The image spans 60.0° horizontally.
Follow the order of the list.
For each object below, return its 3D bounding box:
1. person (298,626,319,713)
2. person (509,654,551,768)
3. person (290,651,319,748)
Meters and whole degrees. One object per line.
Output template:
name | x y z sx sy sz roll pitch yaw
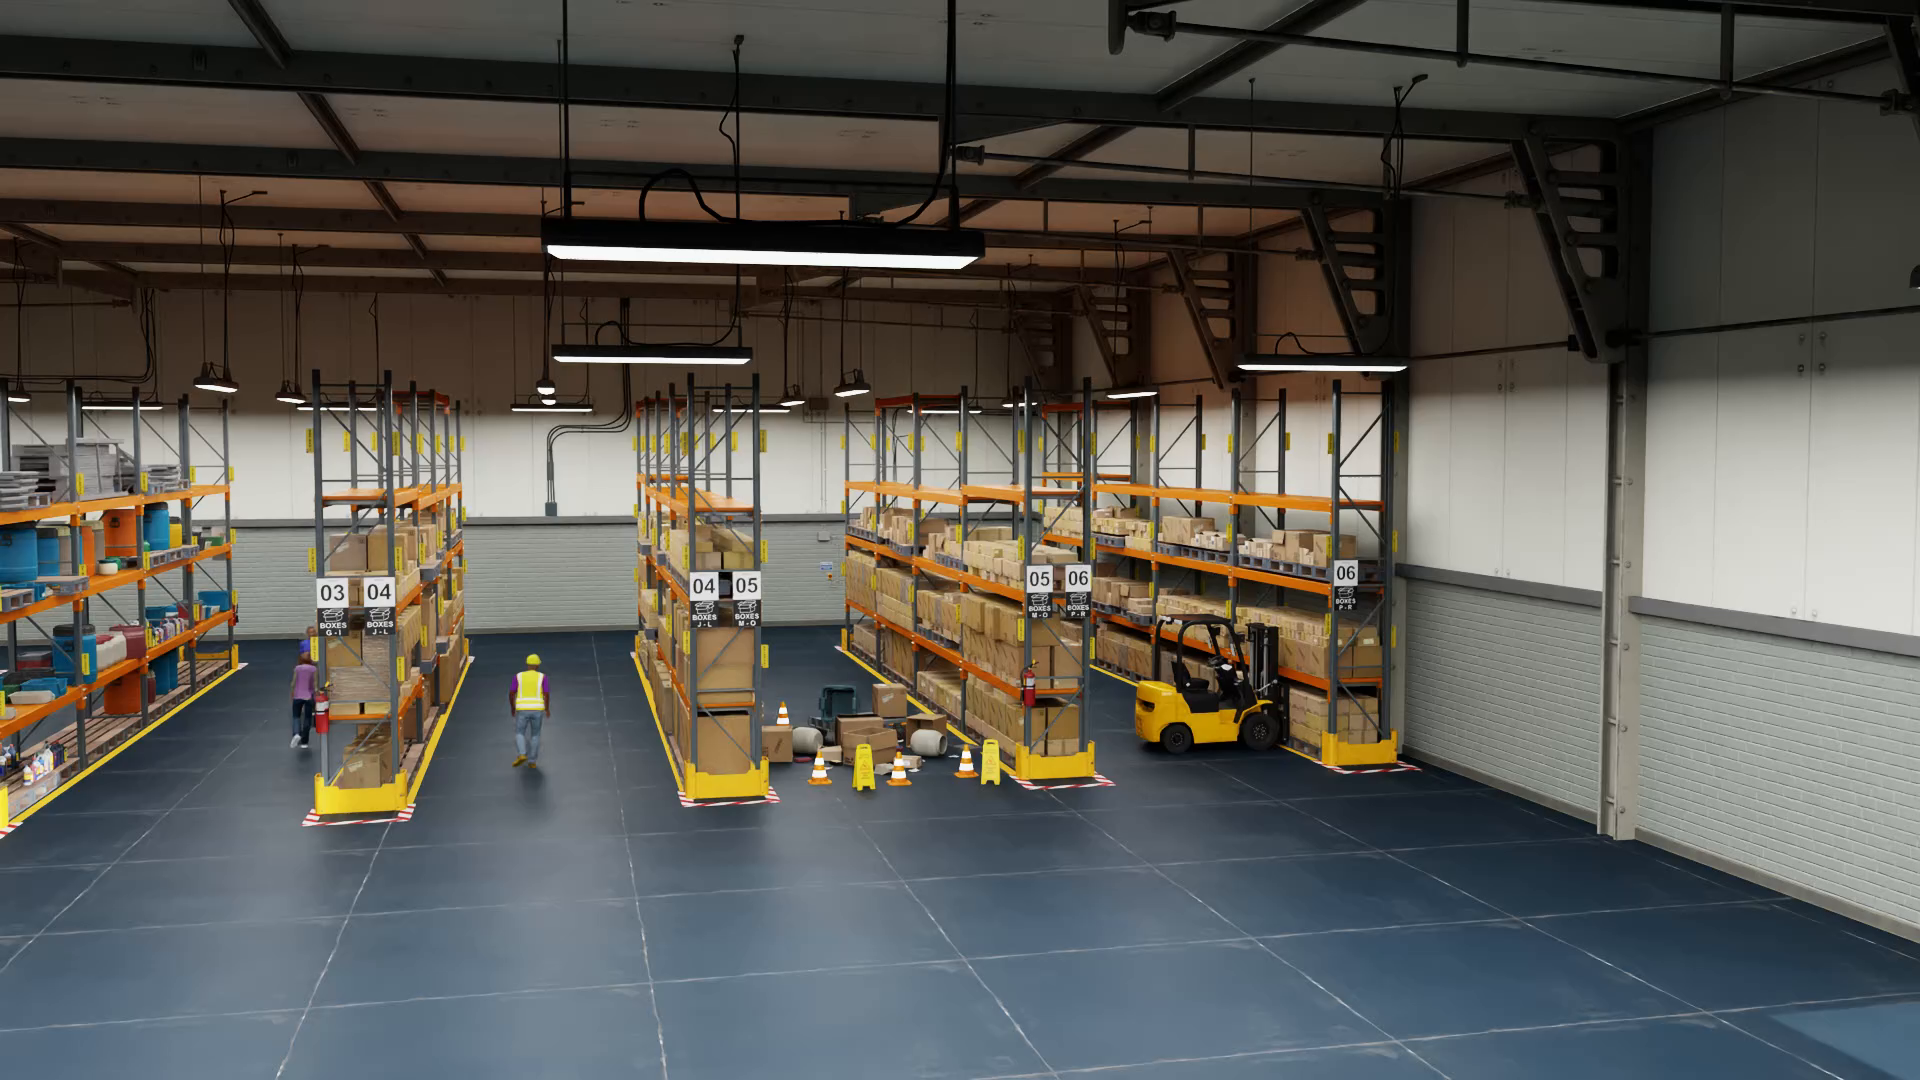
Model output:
person | -12.076 2.394 30.991 0.576 1.585 1.049 0 3 -8
person | -6.638 2.653 25.670 0.623 1.739 0.669 -1 3 -13
person | -10.746 2.624 27.248 0.444 1.597 0.481 -1 3 -12
